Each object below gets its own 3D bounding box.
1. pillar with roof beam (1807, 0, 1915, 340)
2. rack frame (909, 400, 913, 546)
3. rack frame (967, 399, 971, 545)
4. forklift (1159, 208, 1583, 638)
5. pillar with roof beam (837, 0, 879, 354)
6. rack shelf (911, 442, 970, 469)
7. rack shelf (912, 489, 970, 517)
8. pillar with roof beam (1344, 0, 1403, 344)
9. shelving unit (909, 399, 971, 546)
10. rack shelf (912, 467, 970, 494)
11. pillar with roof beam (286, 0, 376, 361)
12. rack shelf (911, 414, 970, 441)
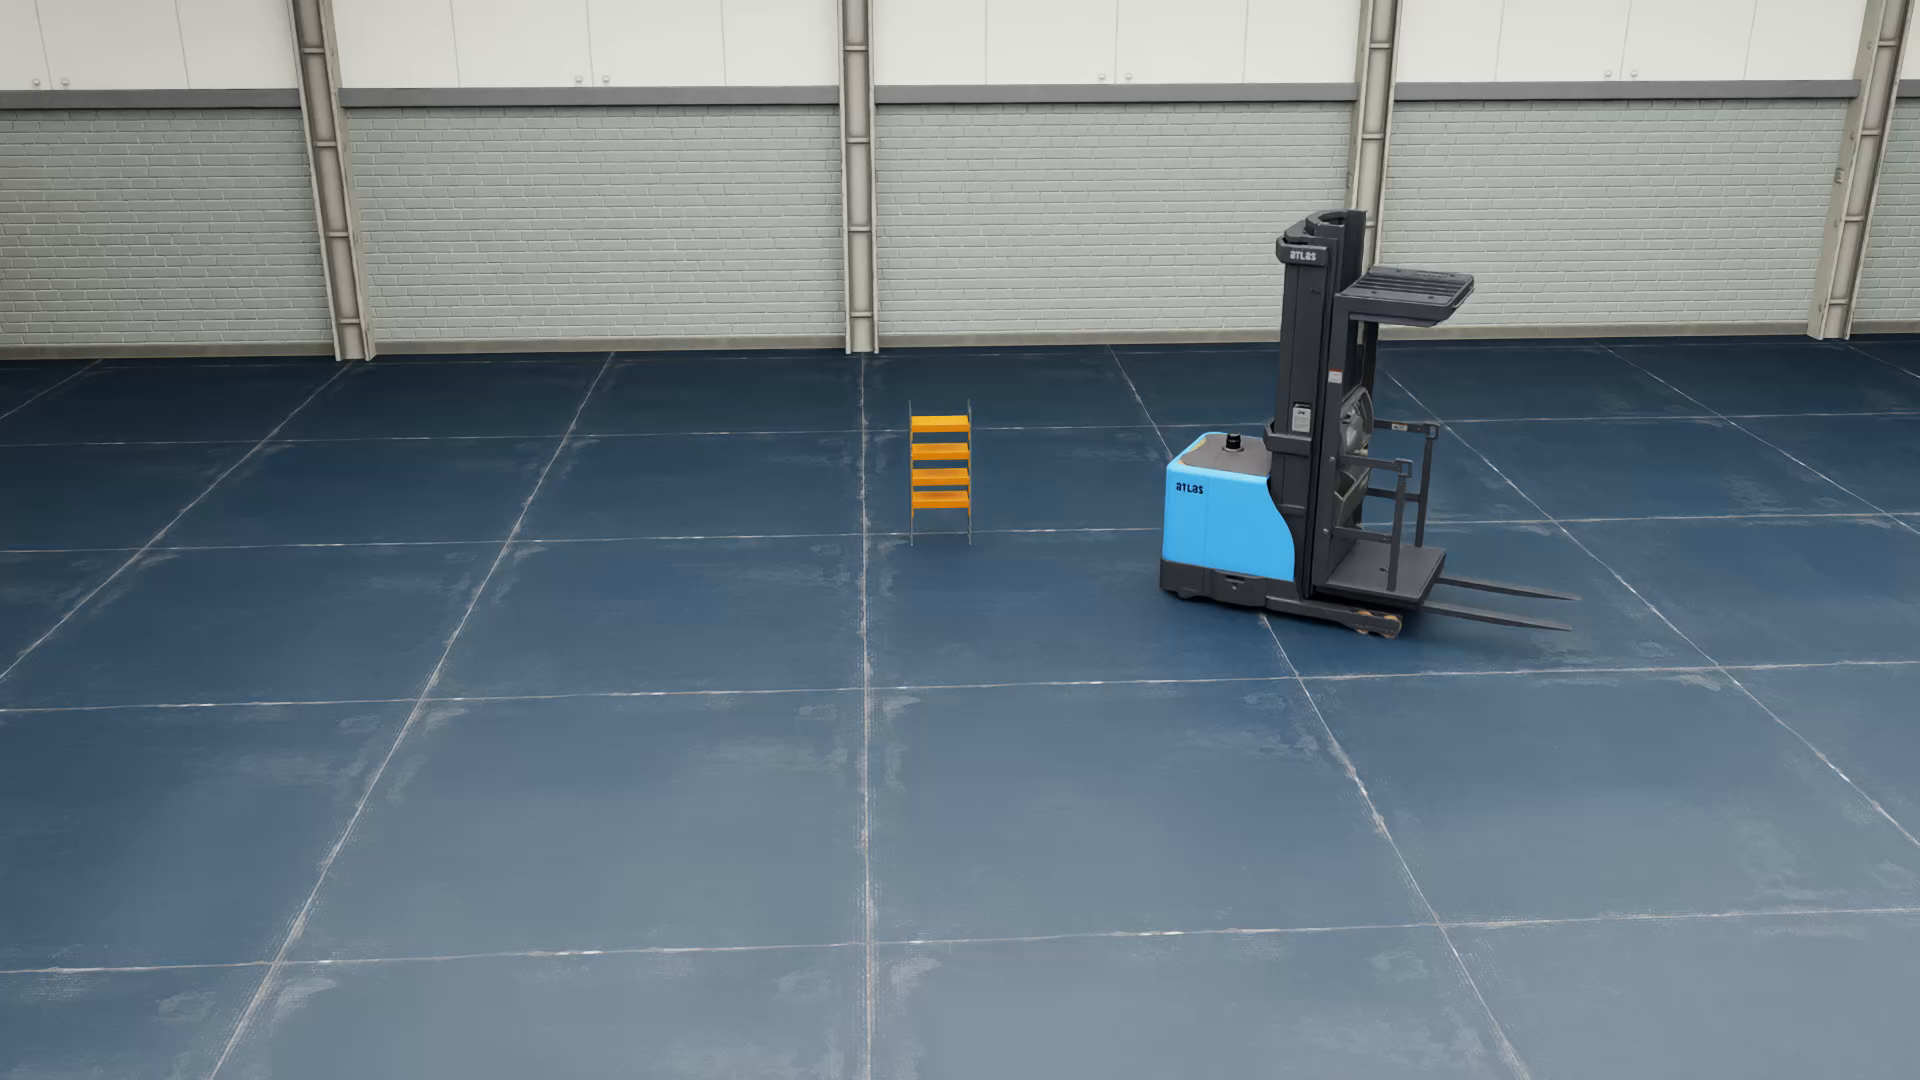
[{"bbox_3d":[11.047,-5.212,15.095,0.400,9.000,9.100,-1,21,-3],"label":"pillar with roof beam"},{"bbox_3d":[-0.409,-0.552,13.817,0.015,1.200,0.240,-1,21,-3],"label":"rack frame"},{"bbox_3d":[0.078,-0.562,13.843,0.015,1.200,0.240,-1,21,-3],"label":"rack frame"},{"bbox_3d":[3.106,-0.866,12.207,3.031,2.935,1.130,10,23,24],"label":"forklift"},{"bbox_3d":[-0.933,-4.968,14.455,0.400,9.000,9.100,-1,21,-3],"label":"pillar with roof beam"},{"bbox_3d":[-0.165,-0.704,13.774,0.480,0.148,0.258,-1,21,-3],"label":"rack shelf"},{"bbox_3d":[-0.165,-0.309,13.925,0.480,0.148,0.258,-1,21,-3],"label":"rack shelf"},{"bbox_3d":[5.057,-5.090,14.775,0.400,9.000,9.100,-1,21,-3],"label":"pillar with roof beam"},{"bbox_3d":[-0.165,-0.557,13.830,0.503,1.200,0.258,-1,21,-3],"label":"shelving unit"},{"bbox_3d":[-0.165,-0.494,13.854,0.480,0.148,0.258,-1,21,-3],"label":"rack shelf"},{"bbox_3d":[-6.923,-4.847,14.135,0.400,9.000,9.100,-1,21,-3],"label":"pillar with roof beam"},{"bbox_3d":[-0.165,-0.925,13.690,0.480,0.148,0.258,-1,21,-3],"label":"rack shelf"}]
